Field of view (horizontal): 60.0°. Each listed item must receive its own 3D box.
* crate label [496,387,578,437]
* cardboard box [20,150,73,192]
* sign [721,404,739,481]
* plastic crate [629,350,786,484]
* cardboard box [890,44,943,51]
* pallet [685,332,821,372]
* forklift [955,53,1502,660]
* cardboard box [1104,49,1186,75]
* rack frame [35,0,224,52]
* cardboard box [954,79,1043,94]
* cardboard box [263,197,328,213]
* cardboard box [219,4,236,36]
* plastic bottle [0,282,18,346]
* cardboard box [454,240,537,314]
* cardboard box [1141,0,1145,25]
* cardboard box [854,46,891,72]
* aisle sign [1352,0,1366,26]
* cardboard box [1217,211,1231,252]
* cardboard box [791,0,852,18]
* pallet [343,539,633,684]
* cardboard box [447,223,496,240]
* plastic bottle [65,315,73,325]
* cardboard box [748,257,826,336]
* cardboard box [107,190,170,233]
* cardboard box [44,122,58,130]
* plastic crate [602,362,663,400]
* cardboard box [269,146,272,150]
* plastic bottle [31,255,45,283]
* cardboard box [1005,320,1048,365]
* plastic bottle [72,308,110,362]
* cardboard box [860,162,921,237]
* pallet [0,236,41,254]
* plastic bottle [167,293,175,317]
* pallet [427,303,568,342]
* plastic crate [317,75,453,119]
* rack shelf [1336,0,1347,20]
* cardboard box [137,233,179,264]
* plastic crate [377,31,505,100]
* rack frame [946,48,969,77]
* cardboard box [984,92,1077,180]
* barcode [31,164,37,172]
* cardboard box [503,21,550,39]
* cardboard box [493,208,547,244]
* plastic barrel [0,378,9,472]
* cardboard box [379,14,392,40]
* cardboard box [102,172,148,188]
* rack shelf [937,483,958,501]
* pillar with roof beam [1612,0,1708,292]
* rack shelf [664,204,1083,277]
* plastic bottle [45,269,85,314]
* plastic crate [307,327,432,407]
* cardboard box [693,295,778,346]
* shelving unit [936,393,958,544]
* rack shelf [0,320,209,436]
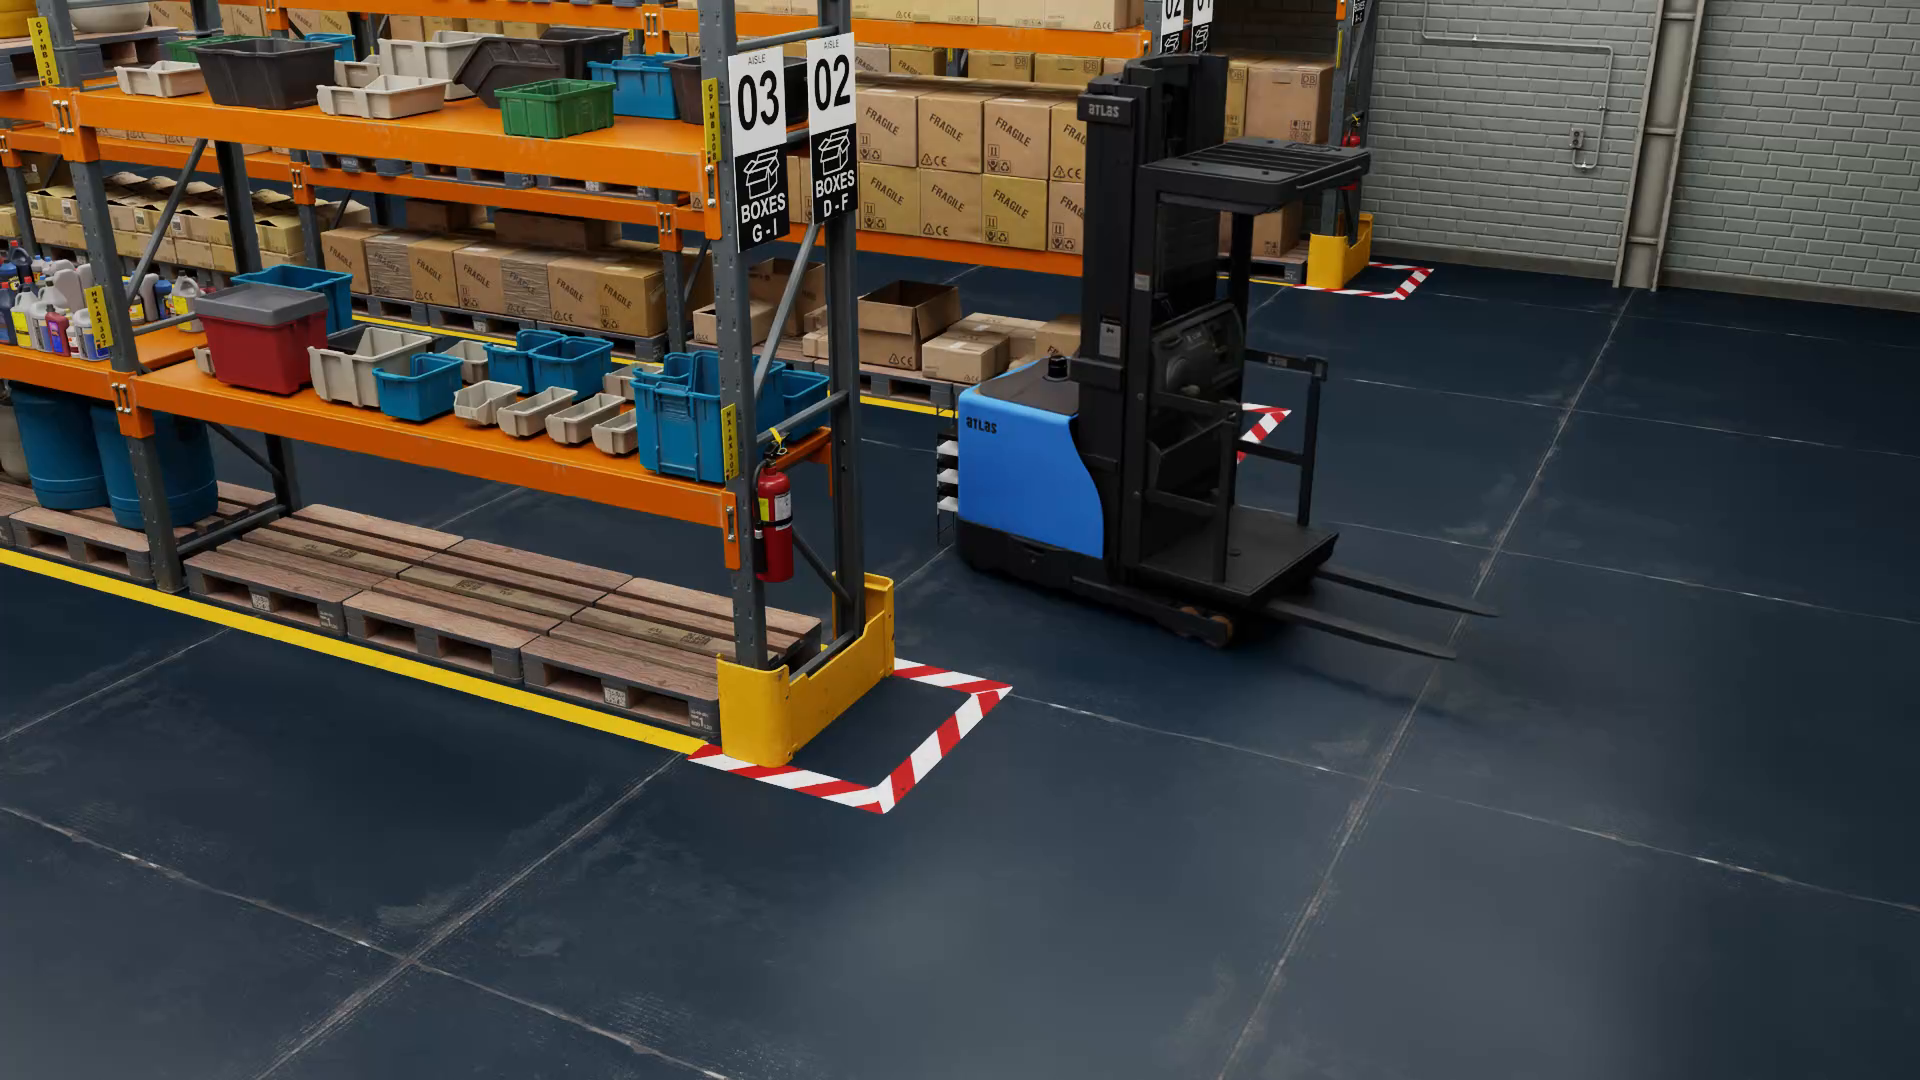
[{"bbox_3d":[-2.083,-0.626,8.150,0.243,0.136,0.396,11,25,25],"label":"crate label"},{"bbox_3d":[-9.505,-3.855,17.501,0.500,0.500,0.500,11,25,25],"label":"cardboard box"},{"bbox_3d":[-0.995,-0.423,7.202,0.005,0.325,0.100,11,25,25],"label":"sign"},{"bbox_3d":[-1.144,-0.580,7.660,0.499,0.435,0.616,11,25,25],"label":"plastic crate"},{"bbox_3d":[-0.393,-5.239,17.245,0.500,0.250,0.500,12,26,26],"label":"cardboard box"},{"bbox_3d":[-1.480,-1.573,13.680,1.213,0.211,1.003,11,25,25],"label":"pallet"},{"bbox_3d":[1.455,-1.011,8.881,3.031,2.935,1.130,16,28,34],"label":"forklift"},{"bbox_3d":[1.918,-4.490,16.591,0.700,0.700,0.980,10,25,22],"label":"cardboard box"},{"bbox_3d":[-4.331,-4.010,8.180,0.127,3.000,1.000,11,25,25],"label":"rack frame"},{"bbox_3d":[0.286,-3.128,12.367,0.500,0.500,0.500,12,26,25],"label":"cardboard box"},{"bbox_3d":[-6.470,-3.155,16.097,0.500,0.311,0.500,11,25,23],"label":"cardboard box"},{"bbox_3d":[-9.385,-6.740,21.473,0.500,0.500,0.500,10,25,23],"label":"cardboard box"},{"bbox_3d":[-5.464,-1.307,9.553,0.185,0.351,0.144,11,25,25],"label":"plastic bottle"},{"bbox_3d":[-4.002,-2.285,14.423,0.500,0.500,0.500,10,25,23],"label":"cardboard box"},{"bbox_3d":[1.133,-3.763,11.624,0.500,0.250,0.500,11,25,25],"label":"cardboard box"},{"bbox_3d":[-0.846,-4.981,17.596,0.500,0.500,0.500,11,26,25],"label":"cardboard box"},{"bbox_3d":[3.638,-5.081,15.044,0.004,0.787,0.394,11,25,25],"label":"aisle sign"},{"bbox_3d":[2.592,-3.223,16.652,0.500,0.500,0.700,11,25,24],"label":"cardboard box"},{"bbox_3d":[-0.881,-3.939,12.038,0.500,0.250,0.500,11,25,25],"label":"cardboard box"},{"bbox_3d":[-2.565,0.366,9.121,1.213,0.211,1.003,11,25,25],"label":"pallet"},{"bbox_3d":[-4.260,-2.562,15.073,0.500,0.500,0.500,10,25,23],"label":"cardboard box"},{"bbox_3d":[-5.036,-1.170,9.422,0.097,0.201,0.097,0,23,0],"label":"plastic bottle"},{"bbox_3d":[-1.456,-2.029,13.820,0.500,0.500,0.500,11,25,25],"label":"cardboard box"},{"bbox_3d":[-8.069,-3.236,16.286,0.500,0.311,0.500,10,25,23],"label":"cardboard box"},{"bbox_3d":[-8.773,-4.250,16.603,0.500,0.250,0.500,13,26,28],"label":"cardboard box"},{"bbox_3d":[-1.687,-0.813,8.588,0.298,0.136,0.250,11,25,25],"label":"plastic crate"},{"bbox_3d":[-6.373,-3.869,15.629,0.500,0.311,0.500,11,25,24],"label":"cardboard box"},{"bbox_3d":[-5.784,-1.656,10.476,0.097,0.271,0.097,0,23,0],"label":"plastic bottle"},{"bbox_3d":[0.673,-1.492,12.878,0.500,0.250,0.500,11,25,25],"label":"cardboard box"},{"bbox_3d":[-4.829,-1.148,9.276,0.135,0.276,0.152,11,25,25],"label":"plastic bottle"},{"bbox_3d":[-0.403,-2.571,12.336,0.500,0.500,0.500,11,25,24],"label":"cardboard box"},{"bbox_3d":[-9.923,-3.263,17.652,1.213,0.211,1.003,11,25,25],"label":"pallet"},{"bbox_3d":[-4.696,-1.409,9.984,0.097,0.201,0.097,0,23,0],"label":"plastic bottle"},{"bbox_3d":[-3.929,-2.040,14.778,1.213,0.211,1.003,11,25,25],"label":"pallet"},{"bbox_3d":[-2.717,-2.080,7.812,0.530,0.136,0.437,11,25,25],"label":"plastic crate"},{"bbox_3d":[1.924,-5.405,16.213,4.000,0.370,1.077,11,25,25],"label":"rack shelf"},{"bbox_3d":[-7.611,-2.890,16.189,0.500,0.250,0.500,12,26,26],"label":"cardboard box"},{"bbox_3d":[-2.600,-2.368,8.303,0.530,0.282,0.437,11,25,25],"label":"plastic crate"},{"bbox_3d":[0.139,-4.709,17.490,0.127,3.000,1.000,11,25,25],"label":"rack frame"},{"bbox_3d":[0.504,-2.849,11.712,0.500,0.500,0.500,12,26,26],"label":"cardboard box"},{"bbox_3d":[-9.192,-3.694,16.509,0.075,0.075,0.001,11,25,25],"label":"barcode"},{"bbox_3d":[-4.977,-5.955,19.731,0.500,0.500,0.700,11,25,25],"label":"cardboard box"},{"bbox_3d":[-3.755,-2.811,14.700,0.500,0.250,0.500,11,25,24],"label":"cardboard box"},{"bbox_3d":[-6.449,-0.759,10.746,0.708,0.588,0.600,11,25,25],"label":"plastic barrel"},{"bbox_3d":[-7.326,-6.563,21.057,0.500,0.500,0.500,11,25,23],"label":"cardboard box"},{"bbox_3d":[-8.741,-3.605,17.155,0.500,0.311,0.500,11,25,25],"label":"cardboard box"},{"bbox_3d":[0.007,-0.299,10.119,0.200,0.077,0.258,11,25,25],"label":"rack shelf"},{"bbox_3d":[4.566,-5.085,10.709,0.400,9.000,9.100,11,25,25],"label":"pillar with roof beam"},{"bbox_3d":[-0.308,-2.294,12.730,4.000,0.370,1.077,11,25,25],"label":"rack shelf"},{"bbox_3d":[-5.467,-1.517,10.143,0.135,0.276,0.152,11,25,25],"label":"plastic bottle"},{"bbox_3d":[-3.052,-0.888,8.580,0.530,0.282,0.437,11,25,25],"label":"plastic crate"},{"bbox_3d":[-1.816,-1.794,13.508,0.500,0.311,0.500,11,25,25],"label":"cardboard box"},{"bbox_3d":[0.007,-0.413,10.071,0.210,0.900,0.258,11,25,25],"label":"shelving unit"},{"bbox_3d":[-6.116,-1.271,10.325,4.000,0.370,1.077,11,25,25],"label":"rack shelf"}]
